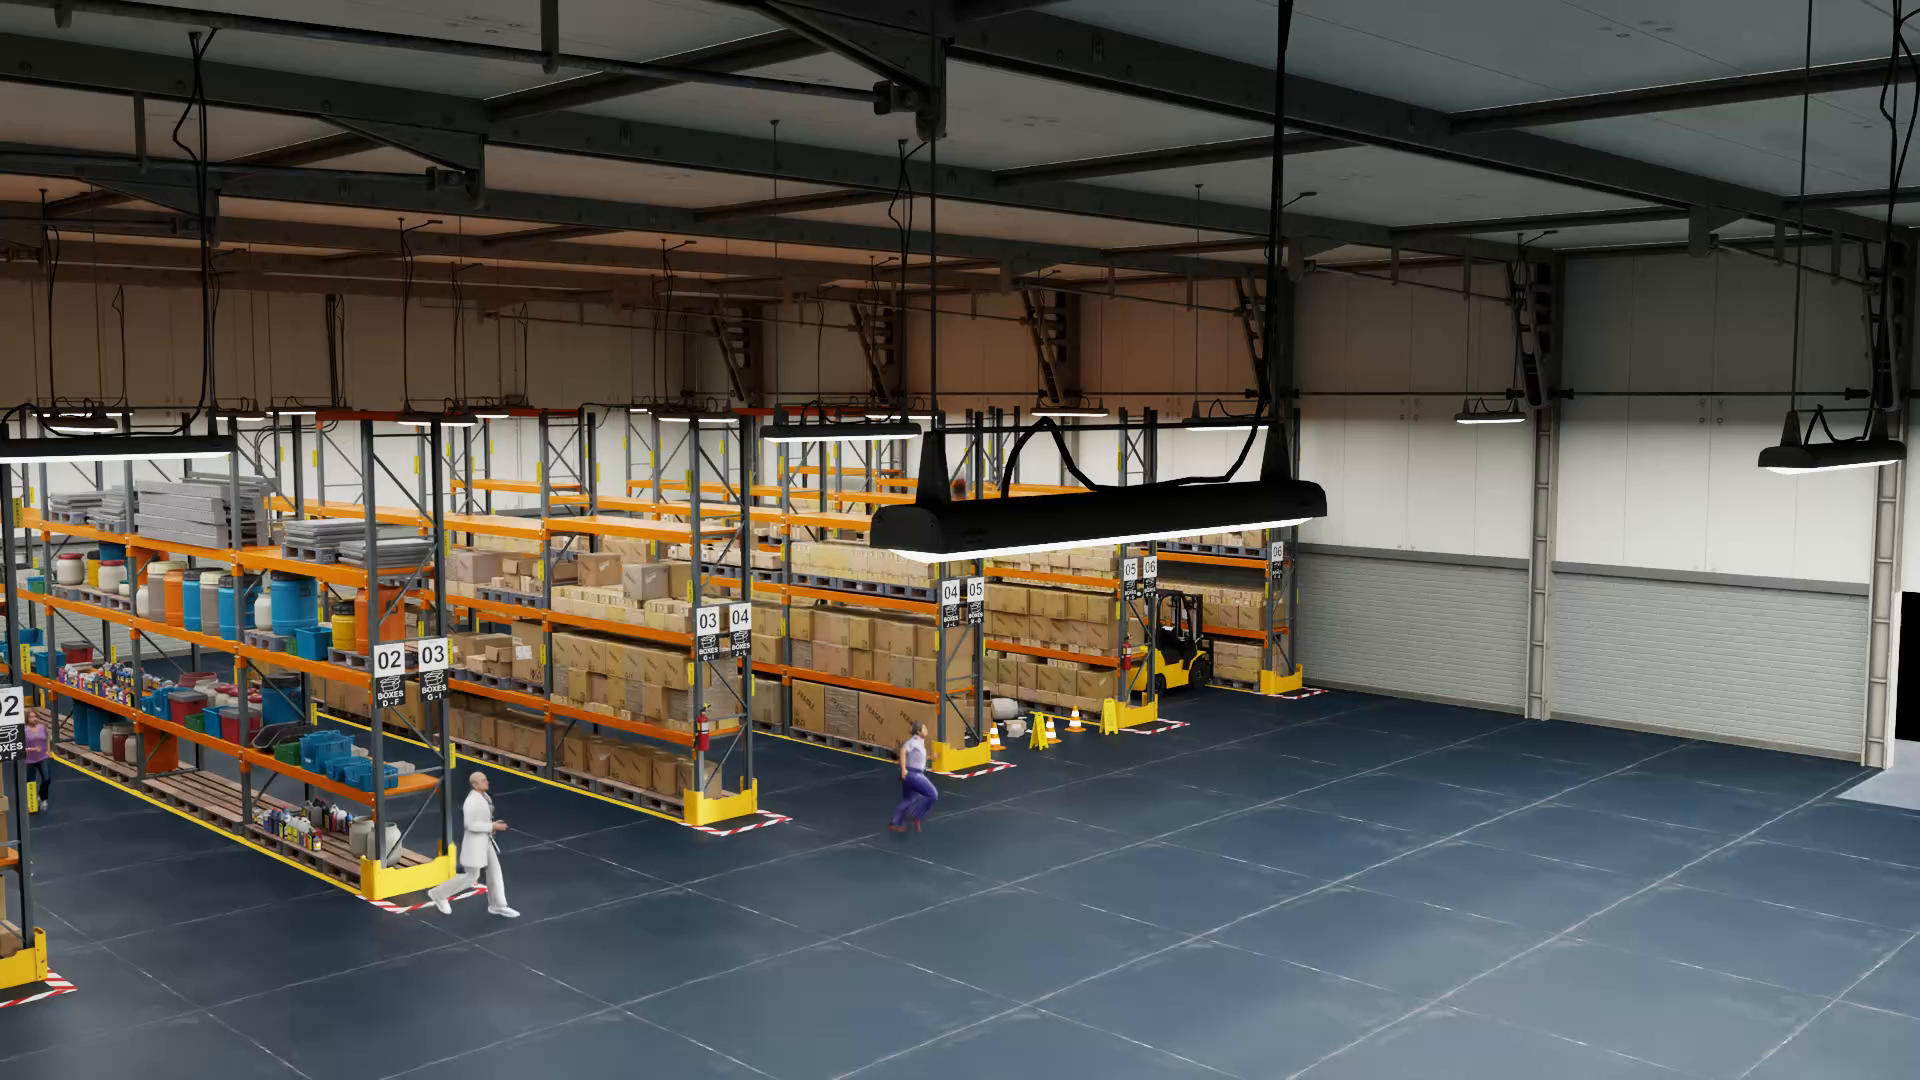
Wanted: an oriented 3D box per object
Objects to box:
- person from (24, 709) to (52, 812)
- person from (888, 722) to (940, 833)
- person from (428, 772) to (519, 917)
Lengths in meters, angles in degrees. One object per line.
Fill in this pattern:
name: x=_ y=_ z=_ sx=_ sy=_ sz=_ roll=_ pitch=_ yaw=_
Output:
person: x=-13.856 y=3.334 z=24.947 sx=0.510 sy=1.542 sz=0.636 roll=-5 pitch=7 yaw=-43
person: x=-0.651 y=3.402 z=23.809 sx=0.761 sy=1.610 sz=0.634 roll=0 pitch=5 yaw=-6
person: x=-5.860 y=3.676 z=20.038 sx=1.036 sy=1.794 sz=0.682 roll=0 pitch=5 yaw=-1
